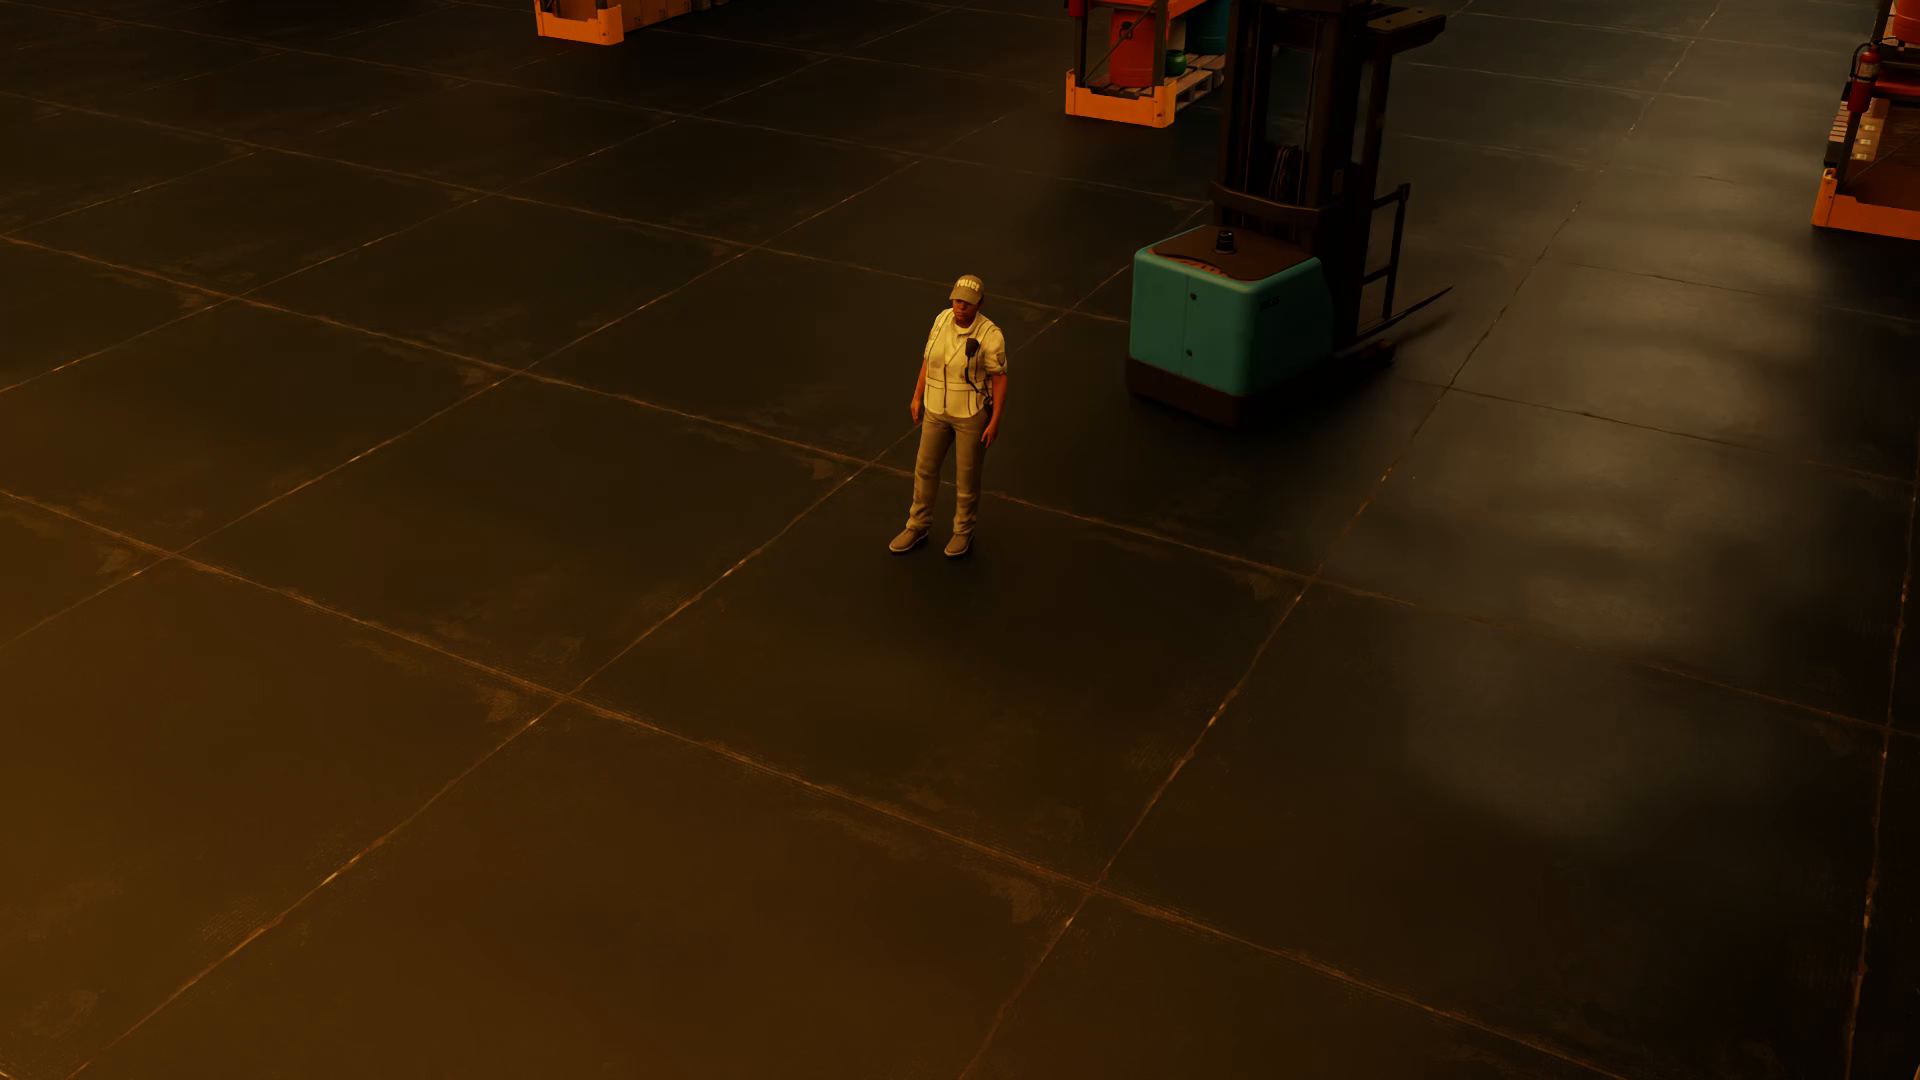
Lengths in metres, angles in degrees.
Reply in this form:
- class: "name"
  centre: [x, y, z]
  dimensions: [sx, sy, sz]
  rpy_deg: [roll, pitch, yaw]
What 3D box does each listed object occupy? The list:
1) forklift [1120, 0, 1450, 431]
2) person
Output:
- class: "forklift"
  centre: [2.525, -2.635, 11.637]
  dimensions: [1.130, 2.935, 3.031]
  rpy_deg: [26, 39, 38]
- class: "person"
  centre: [-0.057, -0.700, 9.534]
  dimensions: [0.598, 1.670, 0.529]
  rpy_deg: [15, 33, 25]
